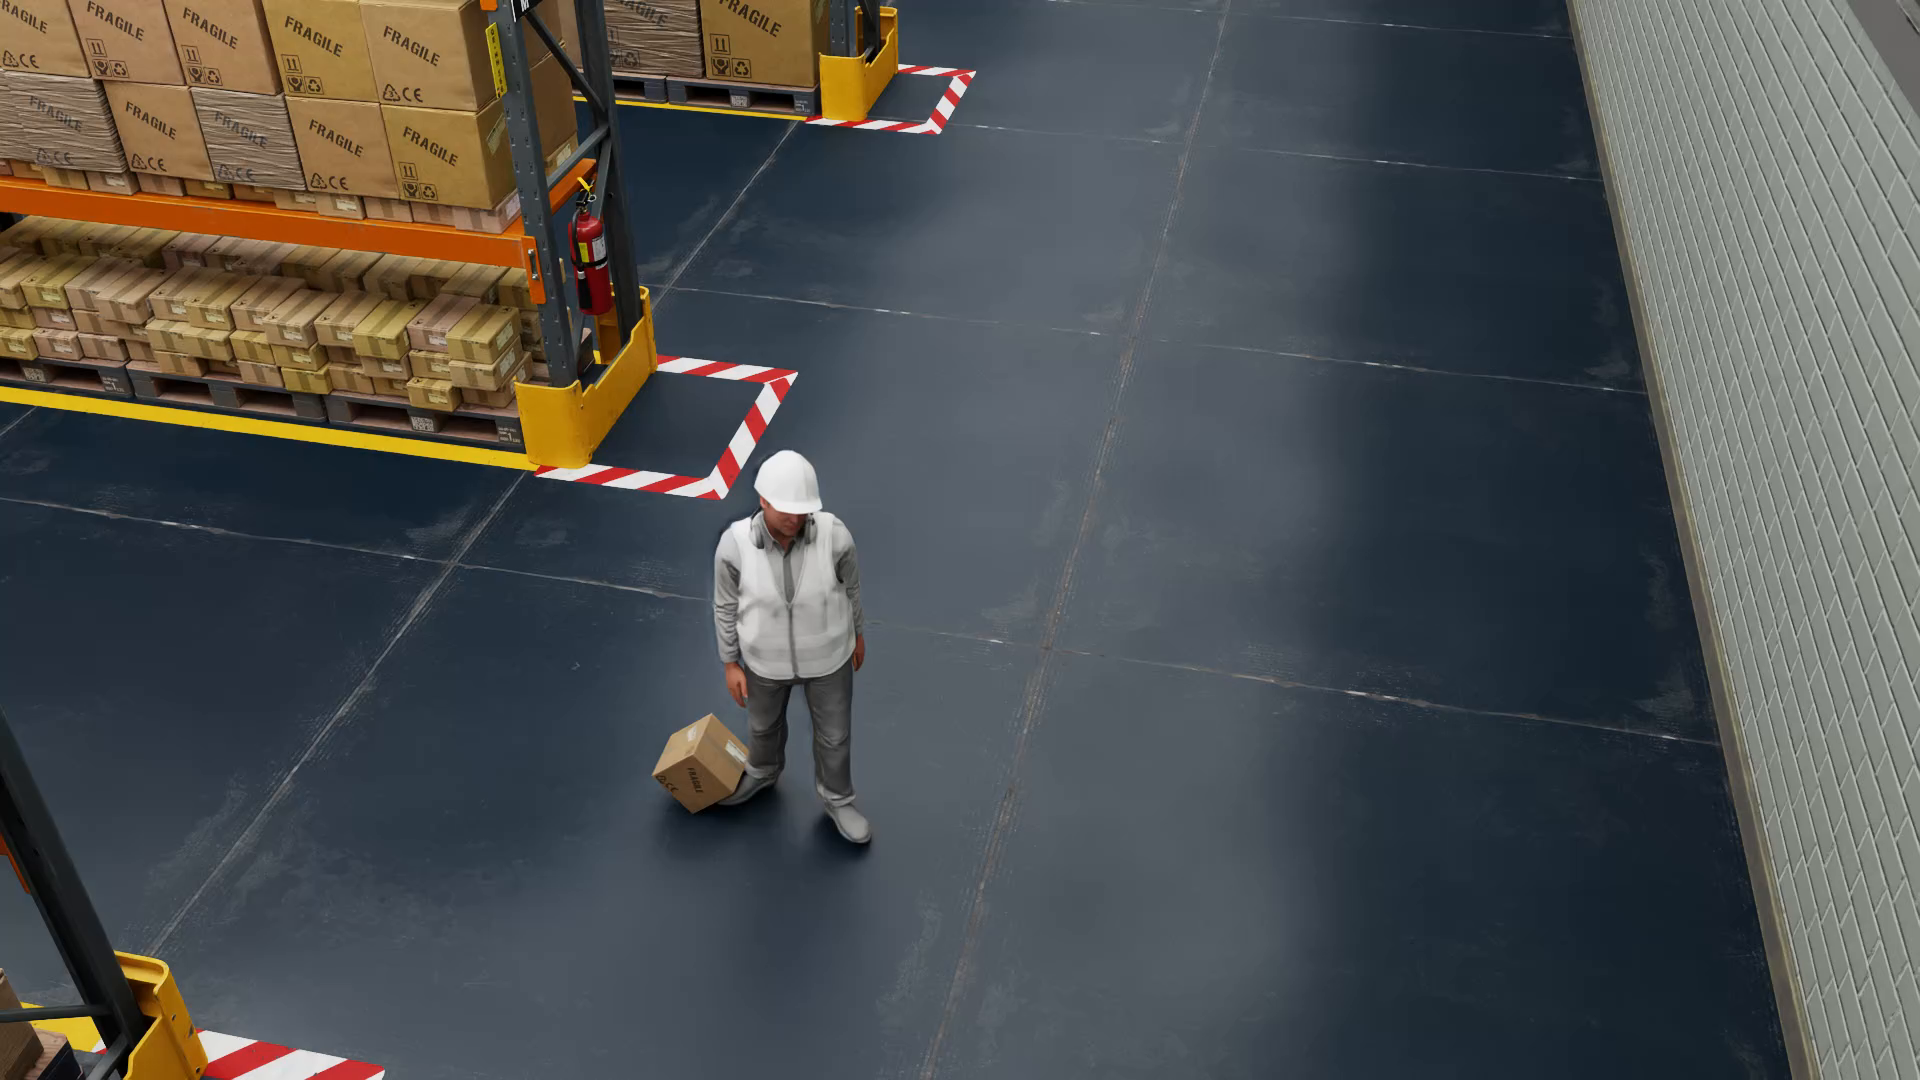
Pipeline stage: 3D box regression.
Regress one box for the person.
[{"bbox_3d":[-0.689,0.411,6.366,0.652,1.771,0.459,-2,36,-3],"label":"person"}]
